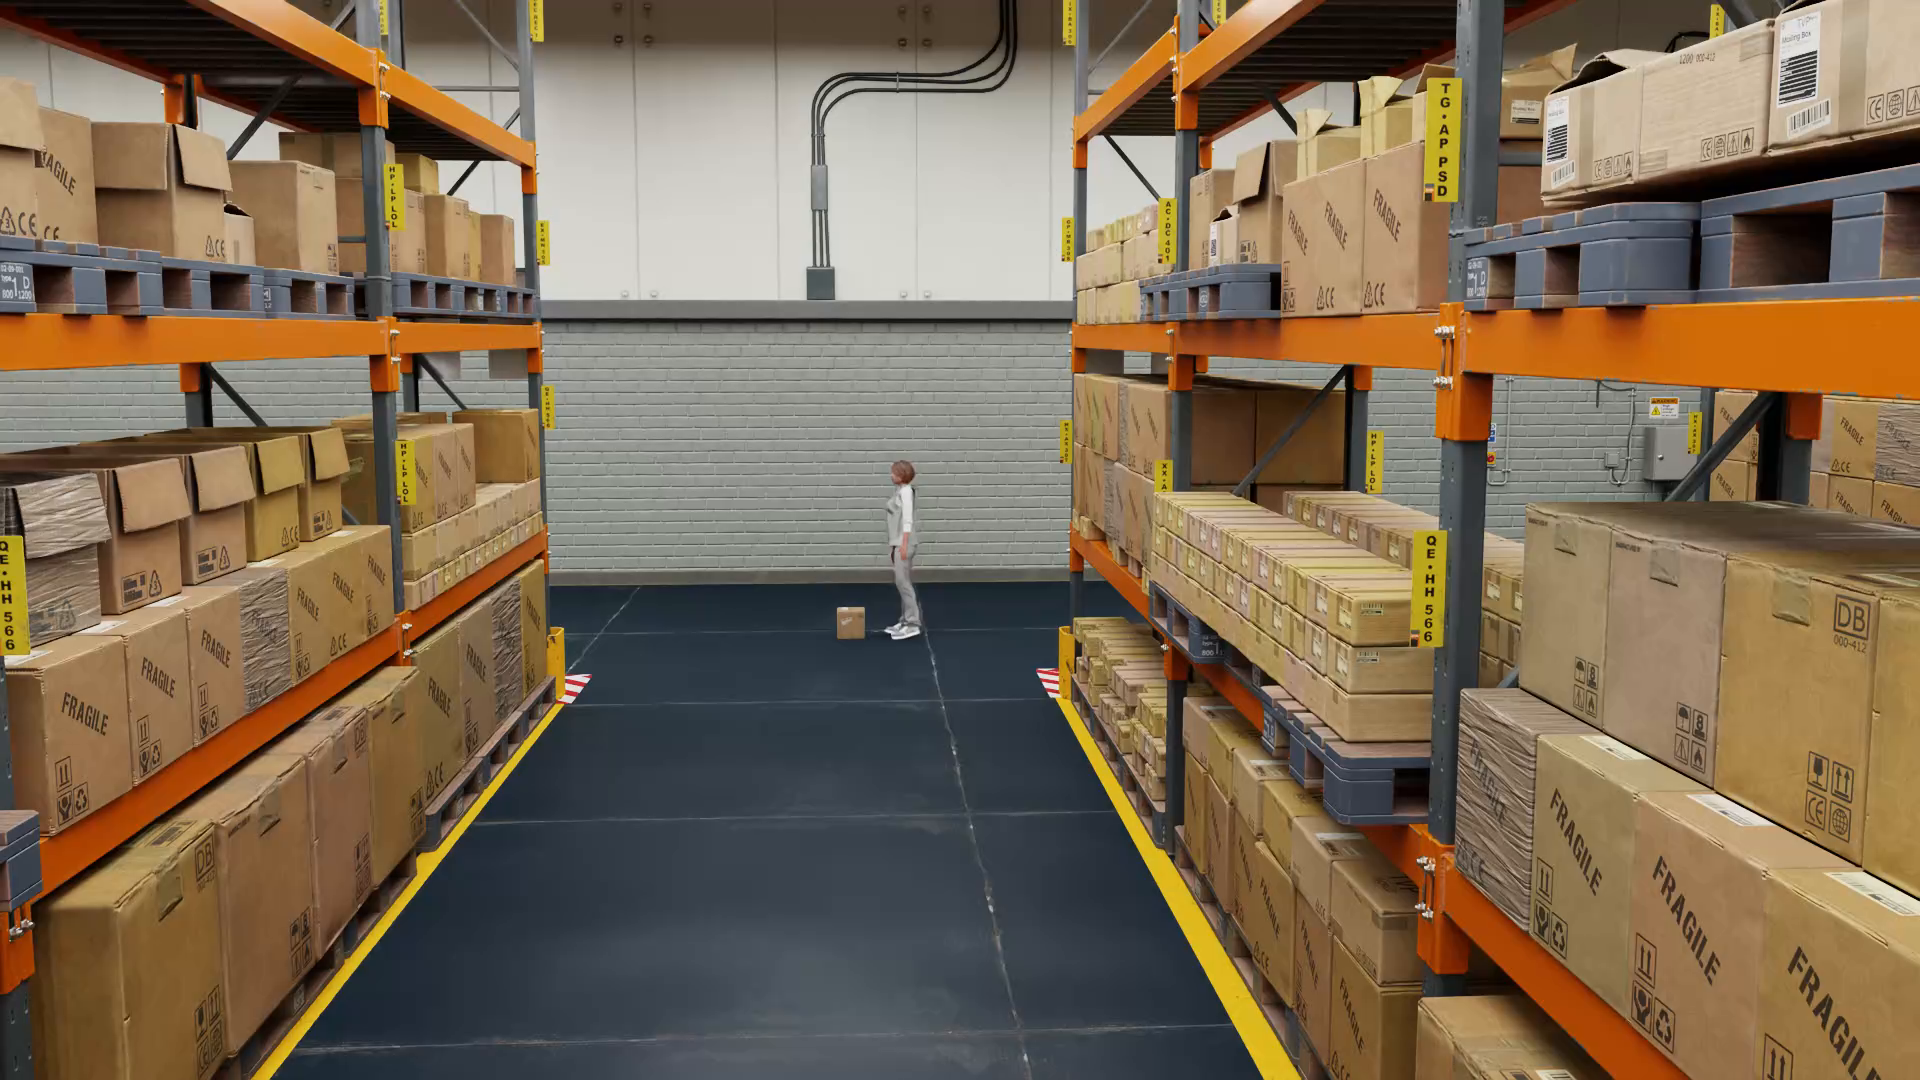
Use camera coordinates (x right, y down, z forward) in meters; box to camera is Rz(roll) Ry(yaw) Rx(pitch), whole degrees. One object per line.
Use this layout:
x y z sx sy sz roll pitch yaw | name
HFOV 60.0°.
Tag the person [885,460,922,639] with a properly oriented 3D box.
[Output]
-0.519 0.080 15.073 0.332 1.598 0.540 0 7 -2 | person
